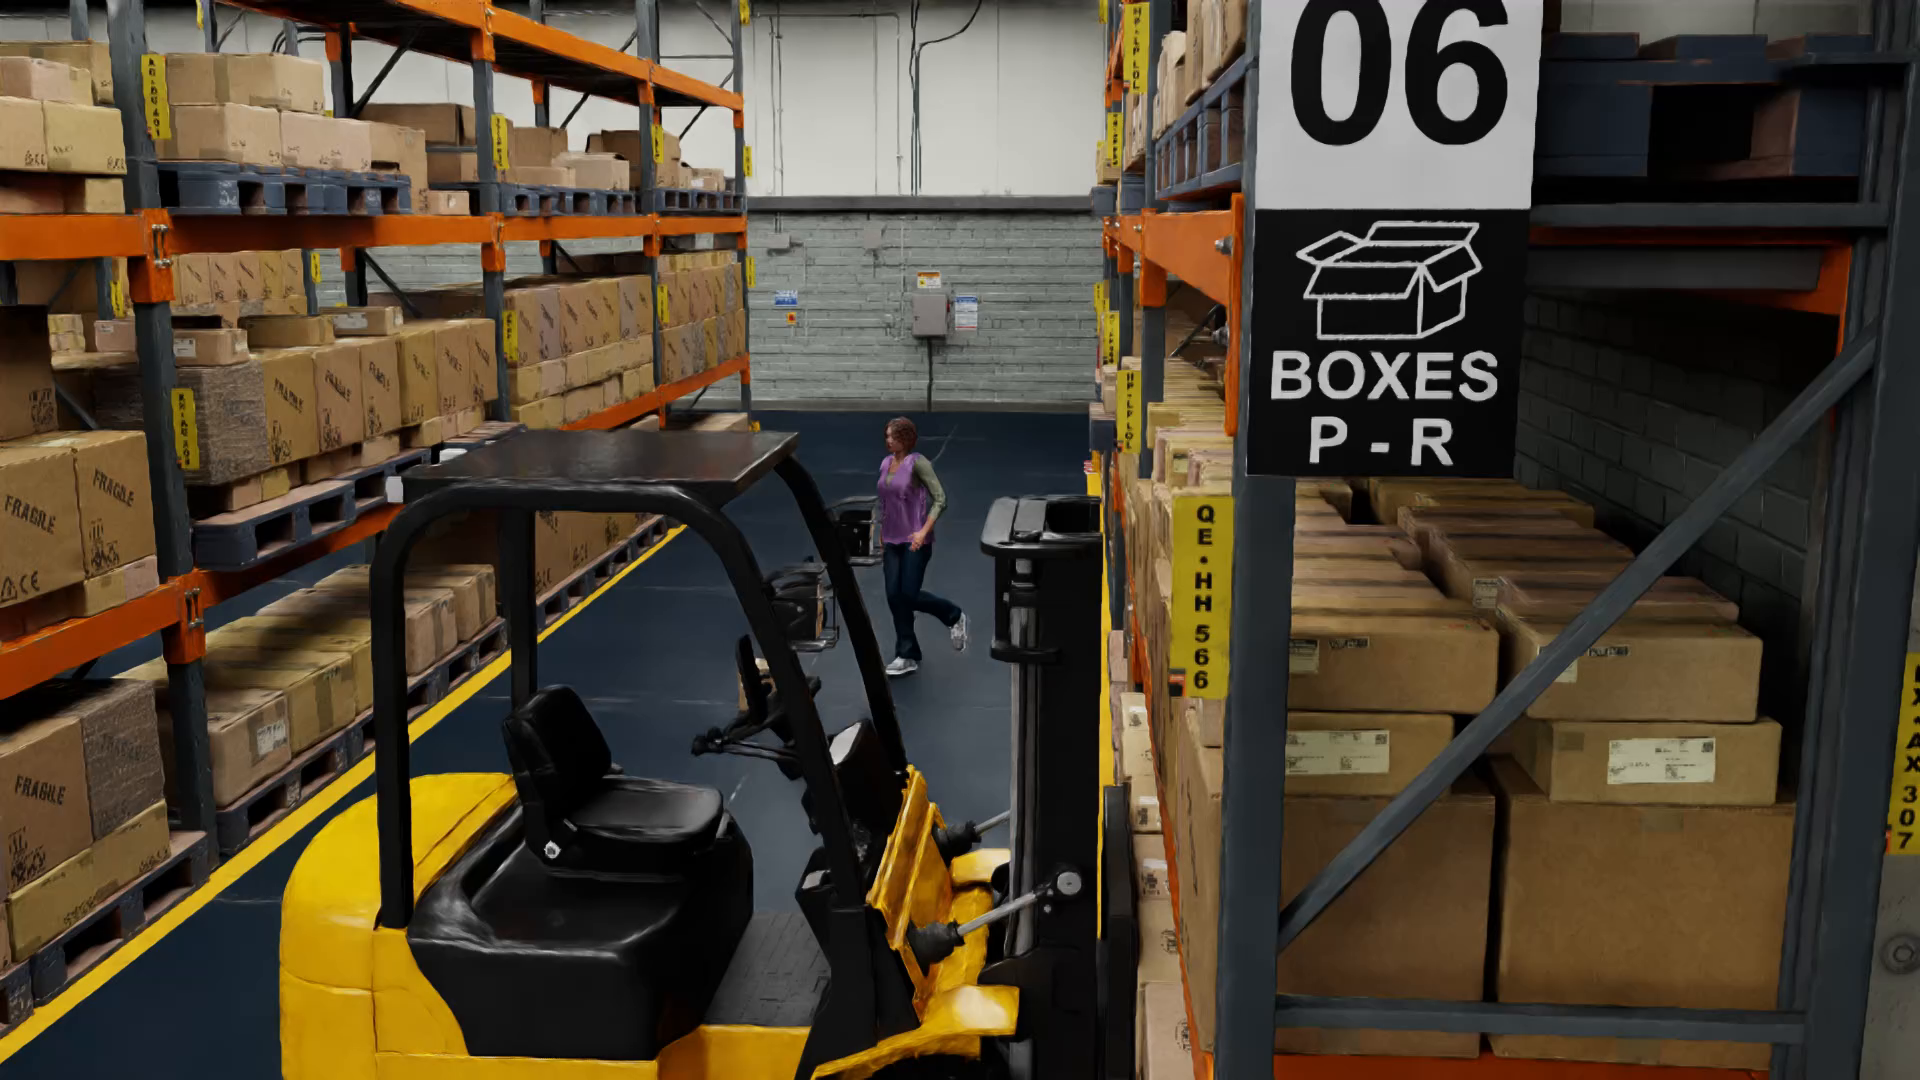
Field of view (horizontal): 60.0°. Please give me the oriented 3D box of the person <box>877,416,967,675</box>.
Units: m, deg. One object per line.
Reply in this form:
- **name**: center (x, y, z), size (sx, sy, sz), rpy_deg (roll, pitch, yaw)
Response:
- **person**: center (-0.303, 0.013, 10.369), size (0.622, 1.576, 0.544), rpy_deg (-10, 15, -41)
